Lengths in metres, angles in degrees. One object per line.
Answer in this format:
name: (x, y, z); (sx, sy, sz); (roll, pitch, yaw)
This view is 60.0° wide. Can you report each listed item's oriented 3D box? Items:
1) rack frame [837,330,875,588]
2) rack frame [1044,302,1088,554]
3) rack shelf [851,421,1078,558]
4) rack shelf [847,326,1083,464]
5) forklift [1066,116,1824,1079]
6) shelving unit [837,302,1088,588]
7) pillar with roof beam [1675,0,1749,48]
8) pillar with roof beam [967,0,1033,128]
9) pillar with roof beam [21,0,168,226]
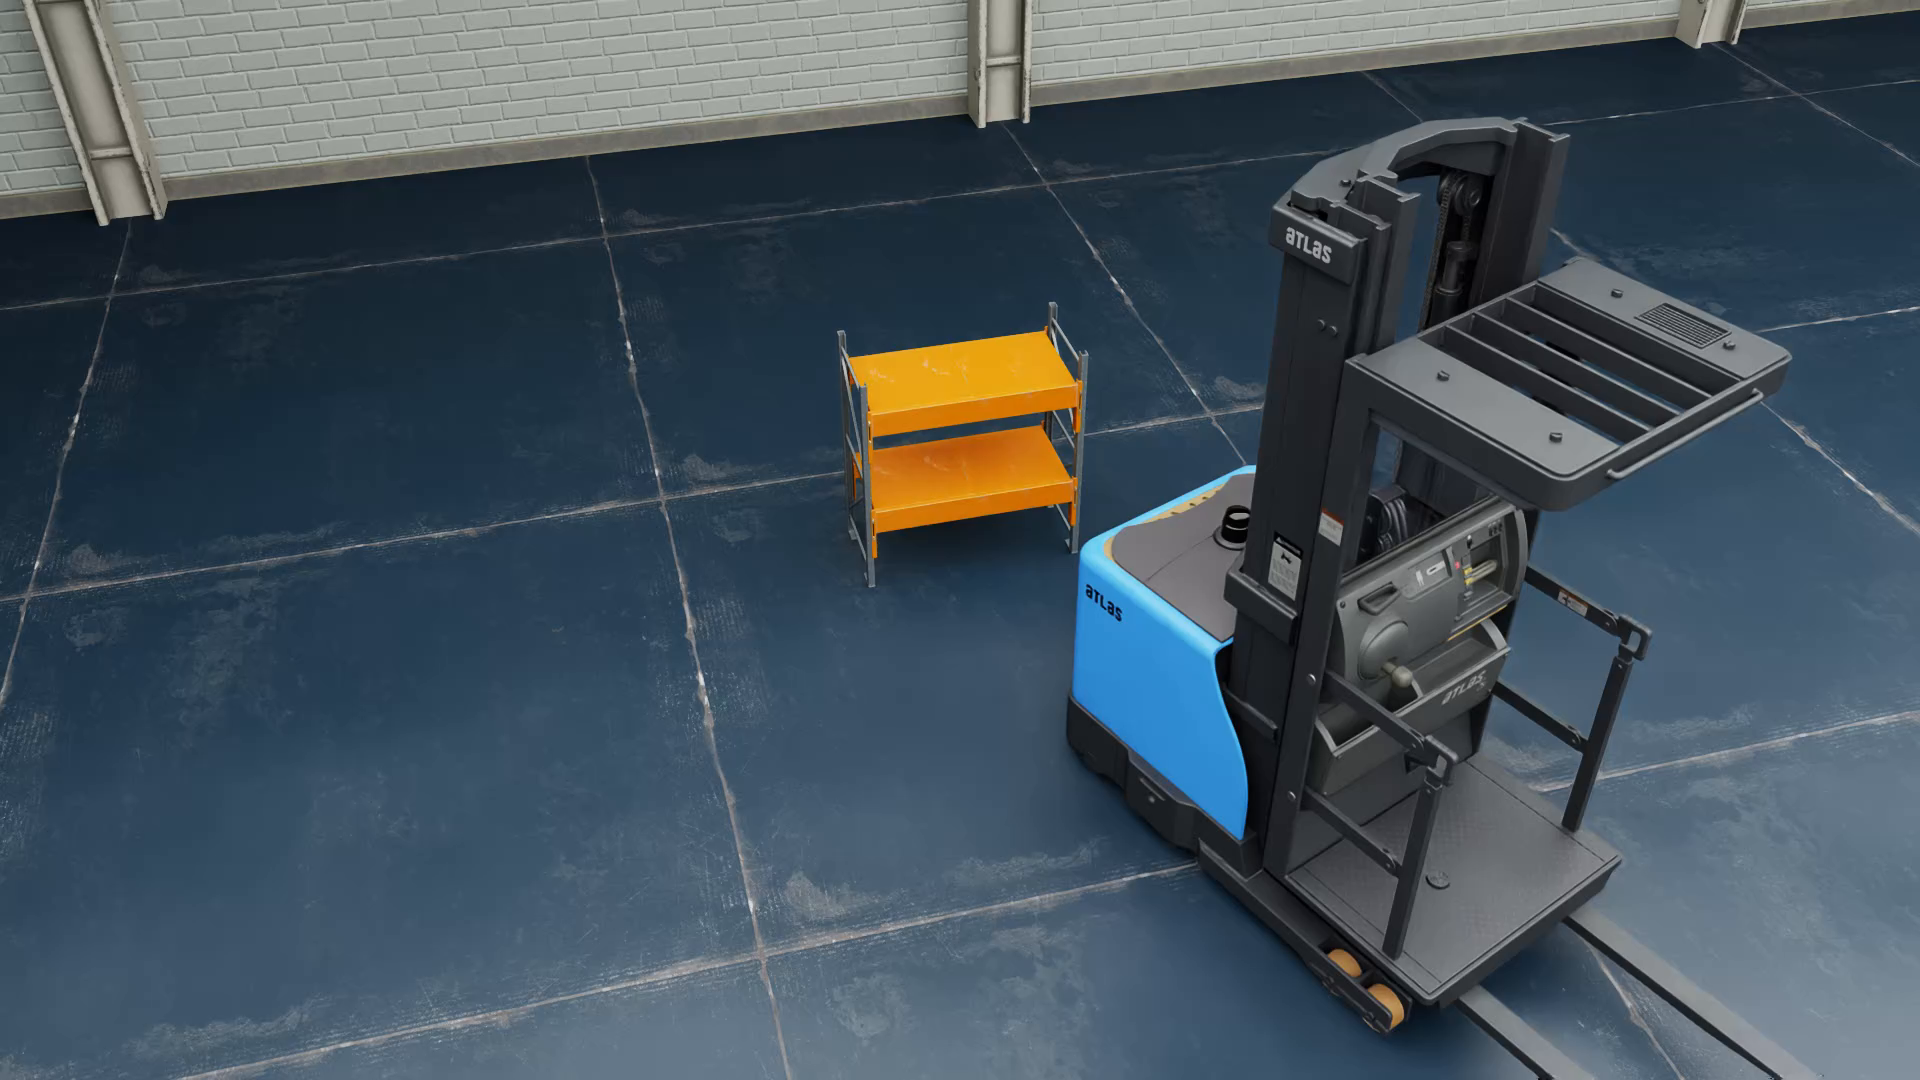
rack frame: (-0.484, -0.367, 7.784); (0.032, 1.125, 0.500); (-9, 38, -12)
rack frame: (0.497, -0.528, 7.994); (0.032, 1.125, 0.500); (-9, 38, -12)
rack shelf: (0.007, -0.254, 8.038); (1.000, 0.278, 0.538); (-9, 38, -12)
rack shelf: (0.007, -0.680, 7.711); (1.000, 0.278, 0.538); (-9, 38, -12)
forklift: (1.731, 0.247, 5.494); (1.130, 2.935, 3.031); (-24, 44, -28)
shelving unit: (0.007, -0.448, 7.889); (1.048, 1.125, 0.538); (-9, 38, -12)
pillar with roof beam: (7.200, -5.136, 7.538); (0.400, 9.000, 9.100); (-9, 38, -12)
pillar with roof beam: (1.408, -4.186, 6.295); (0.400, 9.000, 9.100); (-9, 38, -12)
pillar with roof beam: (-4.385, -3.236, 5.053); (0.400, 9.000, 9.100); (-9, 38, -12)
